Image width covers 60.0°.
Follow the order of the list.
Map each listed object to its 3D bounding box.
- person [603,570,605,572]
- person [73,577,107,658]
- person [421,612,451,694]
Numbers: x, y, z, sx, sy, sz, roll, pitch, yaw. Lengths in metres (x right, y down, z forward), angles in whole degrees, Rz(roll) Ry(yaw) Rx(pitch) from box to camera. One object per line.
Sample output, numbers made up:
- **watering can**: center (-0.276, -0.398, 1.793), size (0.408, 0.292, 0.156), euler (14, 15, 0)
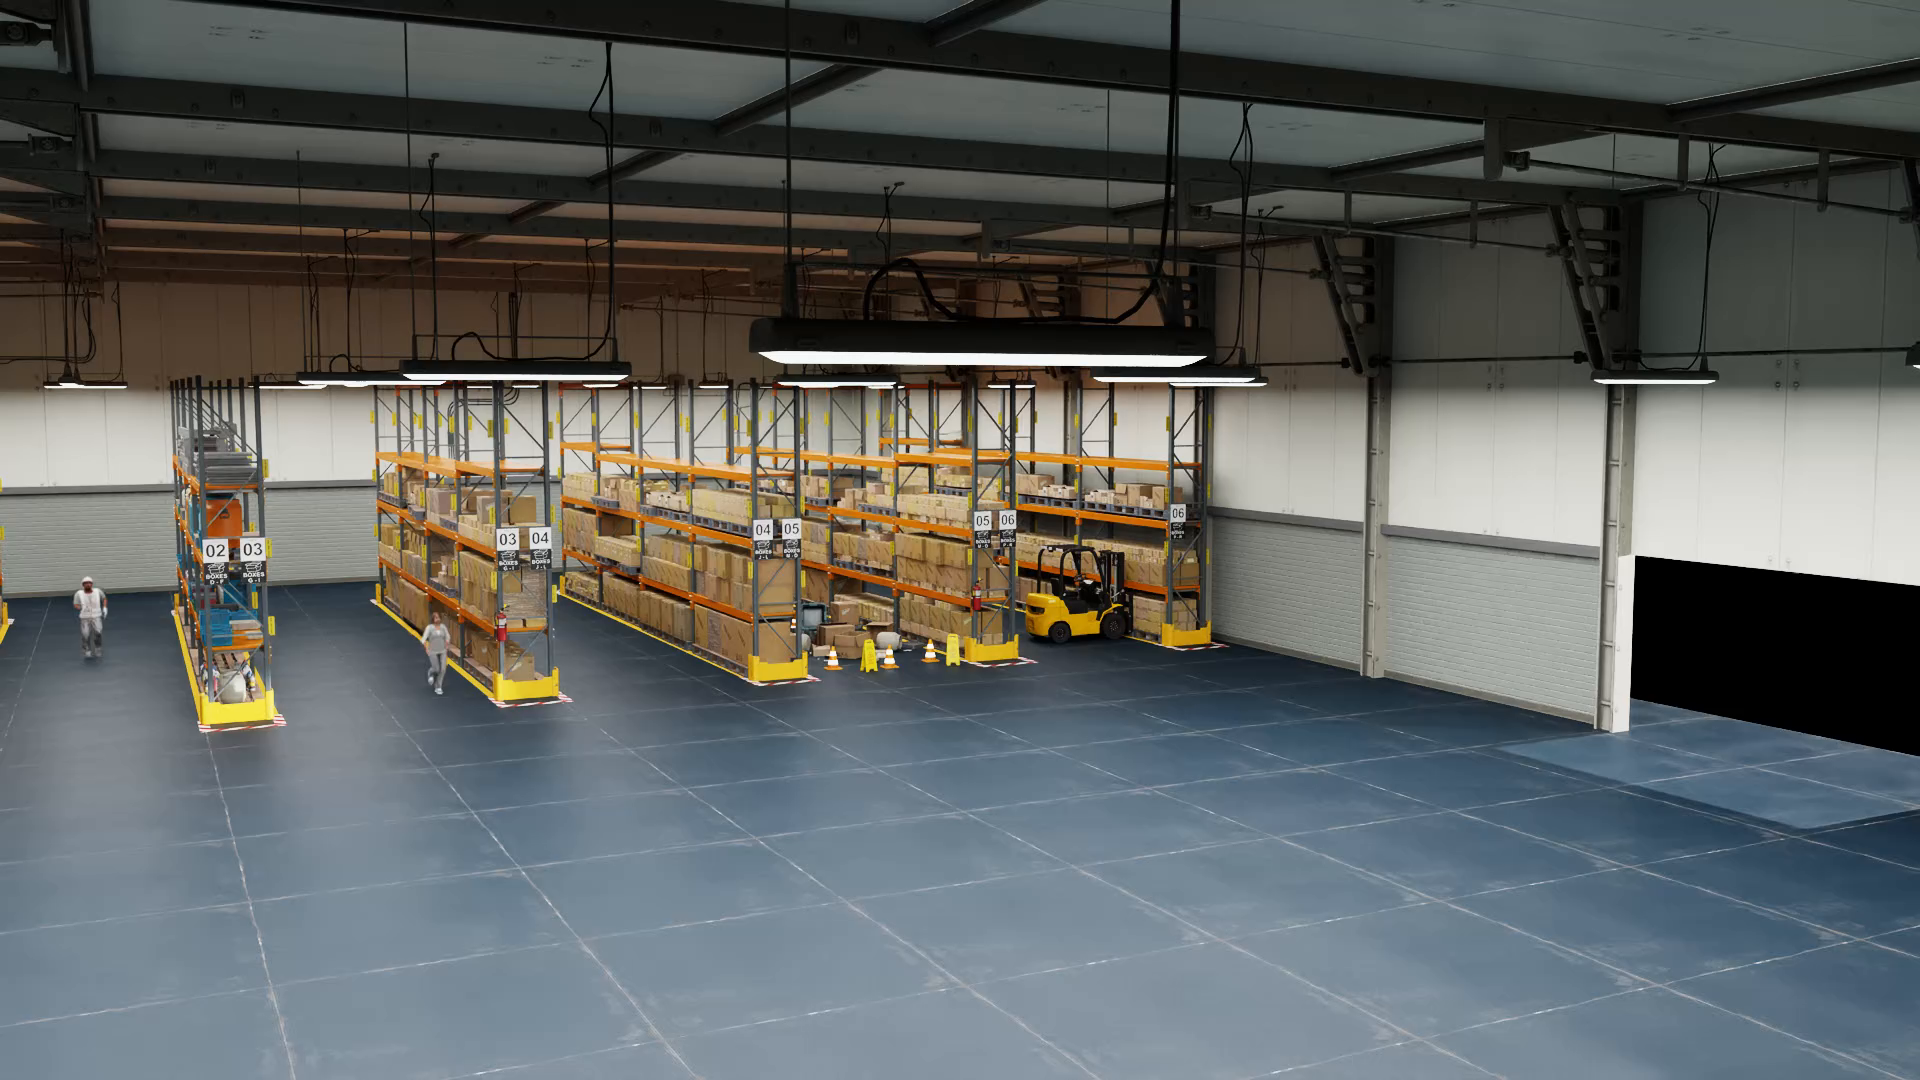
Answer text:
- **person**: center (-10.634, 0.547, 49.050), size (0.647, 1.714, 0.804), euler (2, 6, 26)
- **person**: center (-18.601, 1.665, 35.598), size (0.655, 1.750, 0.731), euler (-3, 6, -30)
- **person**: center (-9.949, 2.145, 31.627), size (0.538, 1.557, 0.548), euler (-3, 6, -33)
